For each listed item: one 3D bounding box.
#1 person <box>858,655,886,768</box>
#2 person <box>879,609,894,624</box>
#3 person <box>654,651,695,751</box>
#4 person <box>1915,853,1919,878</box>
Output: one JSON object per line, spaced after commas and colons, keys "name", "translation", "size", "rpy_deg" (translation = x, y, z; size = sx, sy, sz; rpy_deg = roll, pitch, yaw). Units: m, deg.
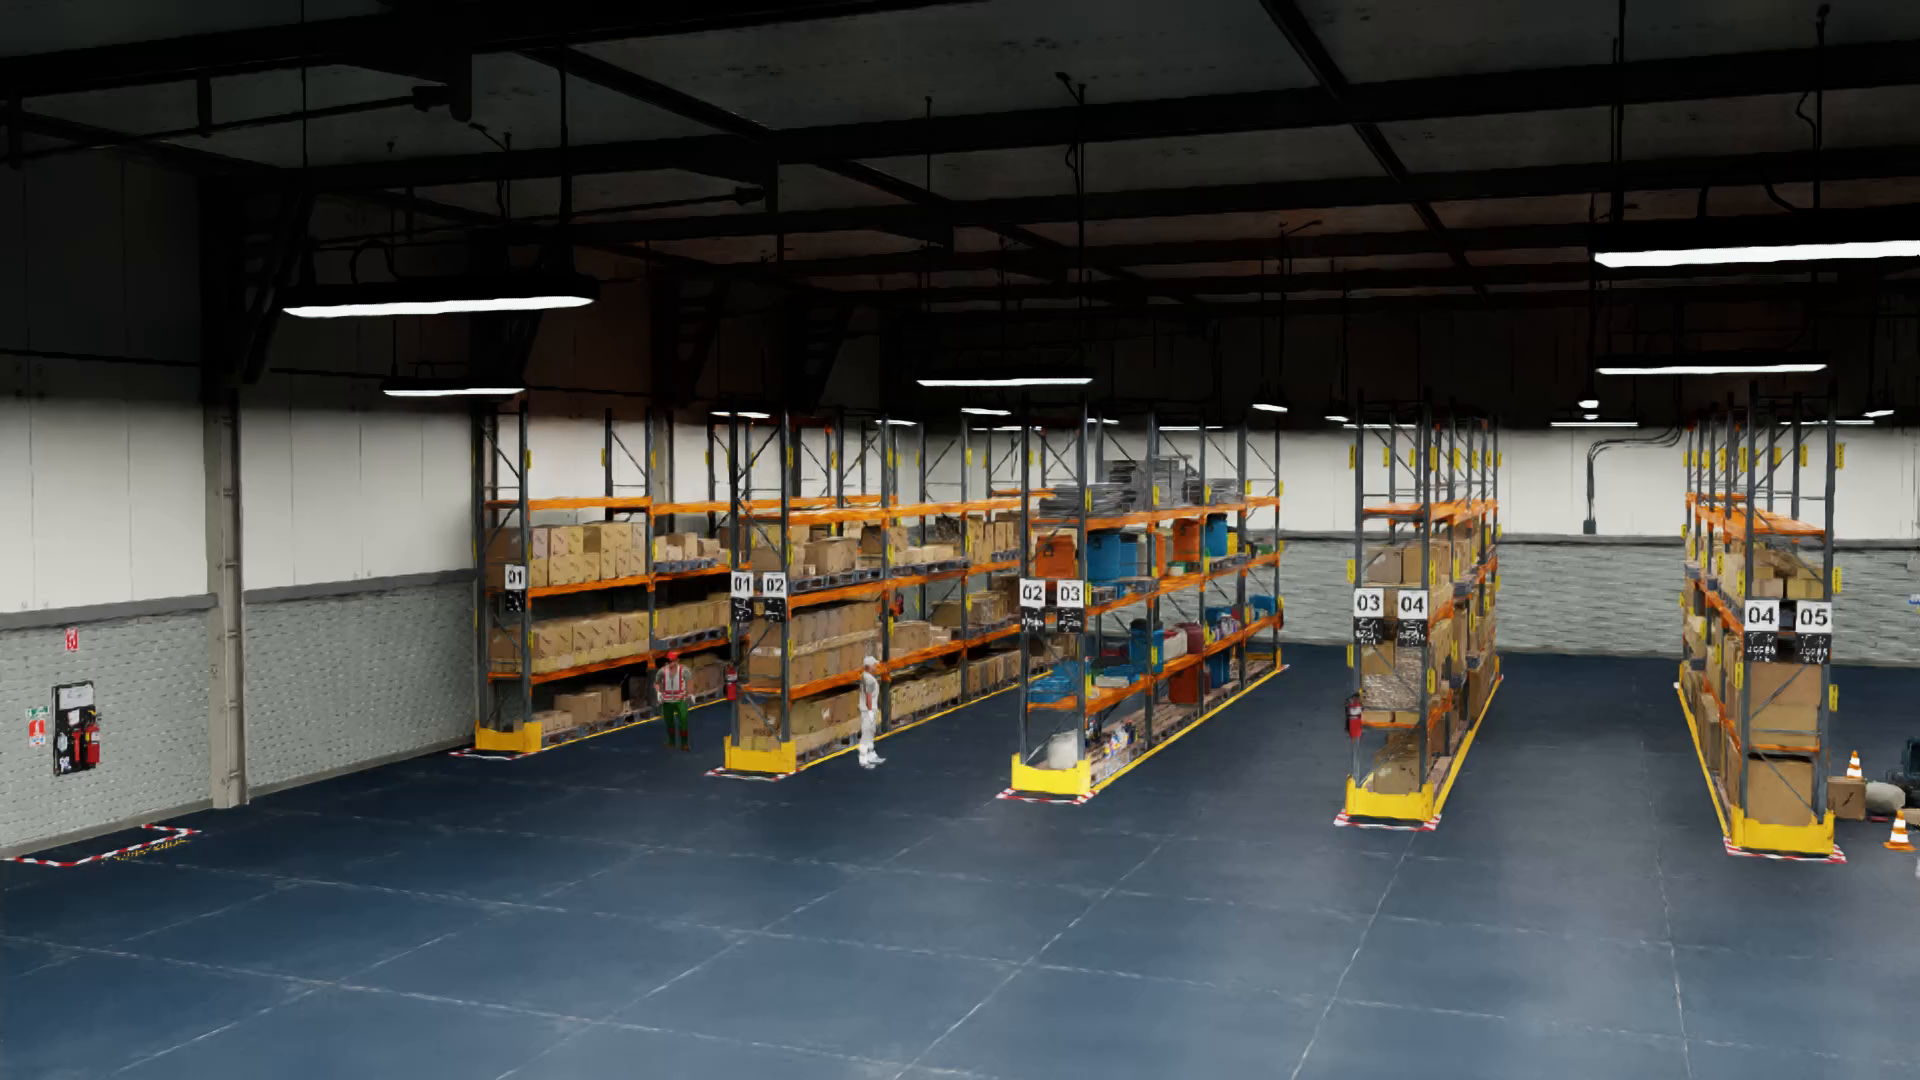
{"name": "person", "translation": [-1.430, 2.770, 27.048], "size": [0.468, 1.794, 0.620], "rpy_deg": [0, 3, -5]}
{"name": "person", "translation": [-2.052, 1.964, 44.923], "size": [0.694, 1.719, 0.469], "rpy_deg": [-2, 3, -29]}
{"name": "person", "translation": [-4.894, 2.740, 28.574], "size": [0.686, 1.716, 0.829], "rpy_deg": [0, 3, 3]}
{"name": "person", "translation": [11.632, 3.234, 19.545], "size": [0.626, 1.610, 0.798], "rpy_deg": [0, 3, 3]}
